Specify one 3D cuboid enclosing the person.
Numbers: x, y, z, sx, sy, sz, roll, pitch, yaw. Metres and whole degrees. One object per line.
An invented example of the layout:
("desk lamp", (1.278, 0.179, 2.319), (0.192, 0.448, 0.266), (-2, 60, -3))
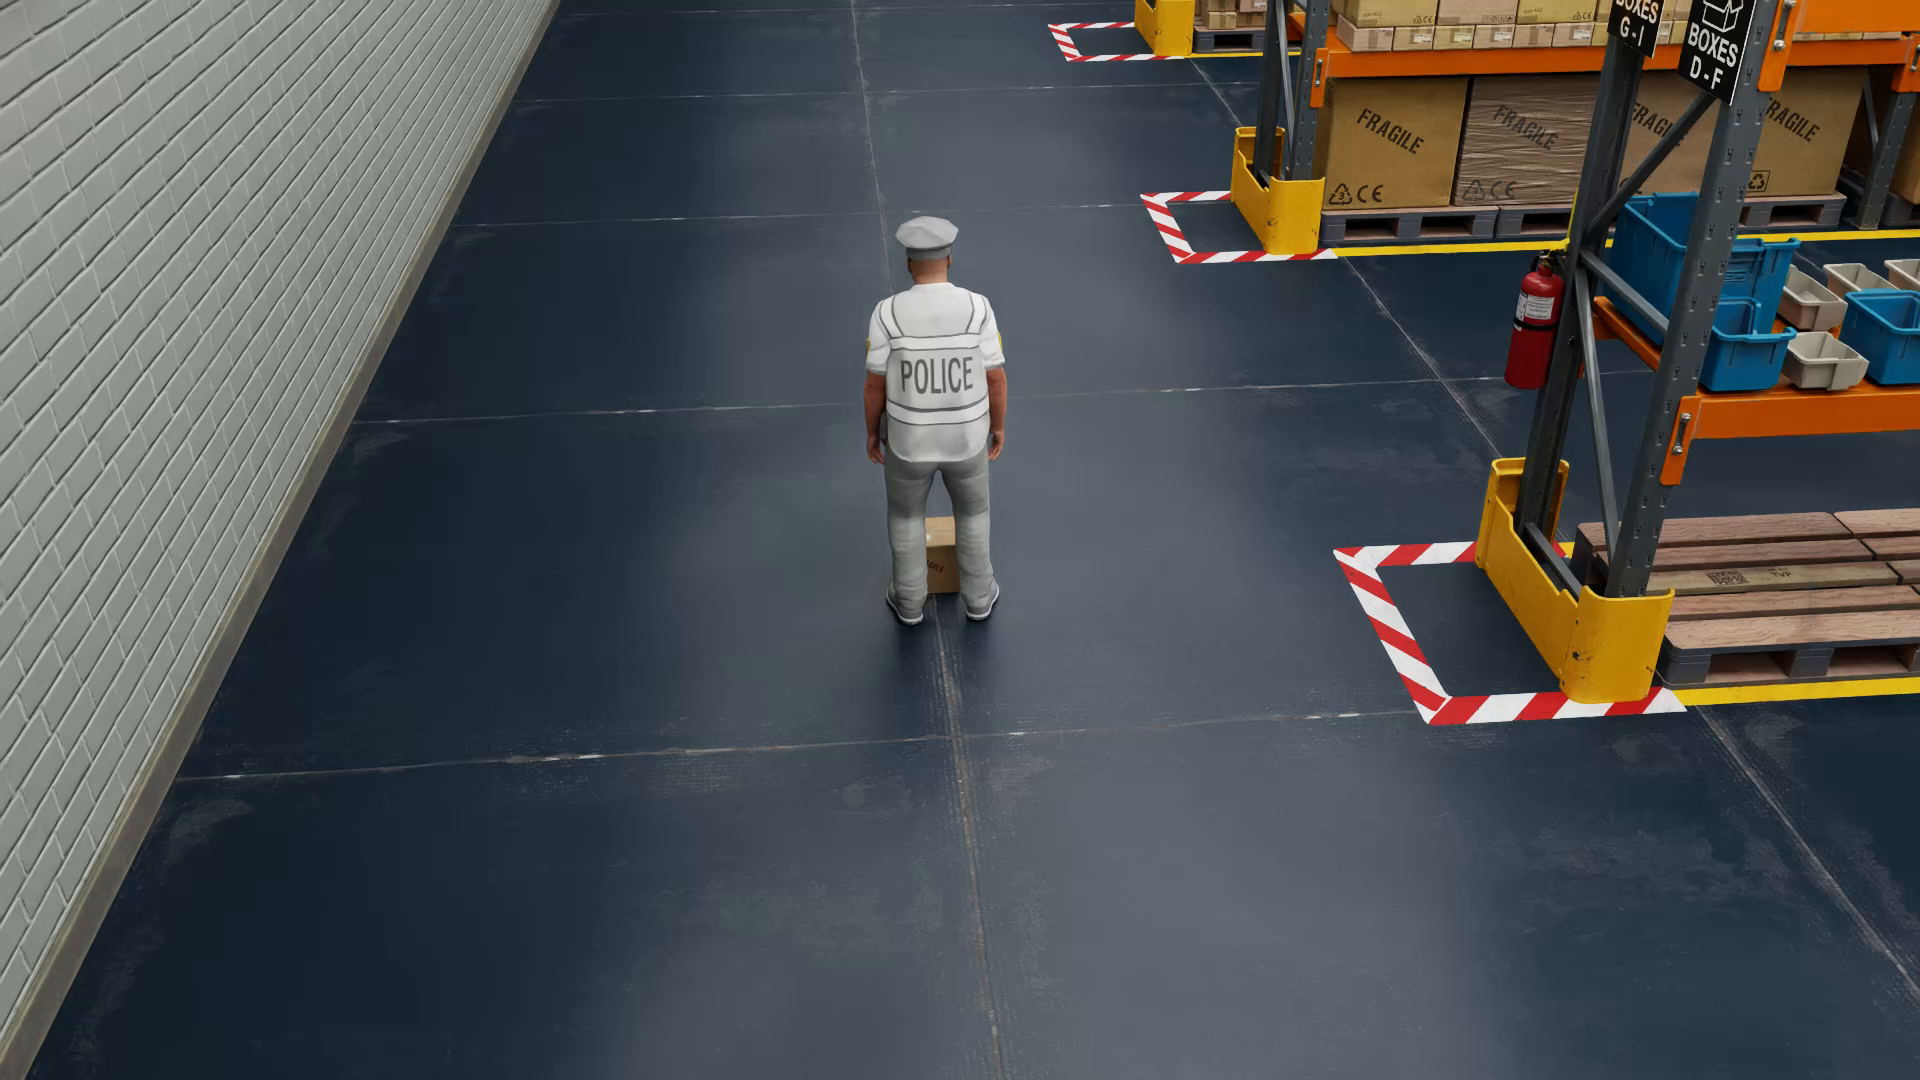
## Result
("person", (-0.098, -0.435, 6.851), (0.585, 1.747, 0.439), (-3, 31, -4))
